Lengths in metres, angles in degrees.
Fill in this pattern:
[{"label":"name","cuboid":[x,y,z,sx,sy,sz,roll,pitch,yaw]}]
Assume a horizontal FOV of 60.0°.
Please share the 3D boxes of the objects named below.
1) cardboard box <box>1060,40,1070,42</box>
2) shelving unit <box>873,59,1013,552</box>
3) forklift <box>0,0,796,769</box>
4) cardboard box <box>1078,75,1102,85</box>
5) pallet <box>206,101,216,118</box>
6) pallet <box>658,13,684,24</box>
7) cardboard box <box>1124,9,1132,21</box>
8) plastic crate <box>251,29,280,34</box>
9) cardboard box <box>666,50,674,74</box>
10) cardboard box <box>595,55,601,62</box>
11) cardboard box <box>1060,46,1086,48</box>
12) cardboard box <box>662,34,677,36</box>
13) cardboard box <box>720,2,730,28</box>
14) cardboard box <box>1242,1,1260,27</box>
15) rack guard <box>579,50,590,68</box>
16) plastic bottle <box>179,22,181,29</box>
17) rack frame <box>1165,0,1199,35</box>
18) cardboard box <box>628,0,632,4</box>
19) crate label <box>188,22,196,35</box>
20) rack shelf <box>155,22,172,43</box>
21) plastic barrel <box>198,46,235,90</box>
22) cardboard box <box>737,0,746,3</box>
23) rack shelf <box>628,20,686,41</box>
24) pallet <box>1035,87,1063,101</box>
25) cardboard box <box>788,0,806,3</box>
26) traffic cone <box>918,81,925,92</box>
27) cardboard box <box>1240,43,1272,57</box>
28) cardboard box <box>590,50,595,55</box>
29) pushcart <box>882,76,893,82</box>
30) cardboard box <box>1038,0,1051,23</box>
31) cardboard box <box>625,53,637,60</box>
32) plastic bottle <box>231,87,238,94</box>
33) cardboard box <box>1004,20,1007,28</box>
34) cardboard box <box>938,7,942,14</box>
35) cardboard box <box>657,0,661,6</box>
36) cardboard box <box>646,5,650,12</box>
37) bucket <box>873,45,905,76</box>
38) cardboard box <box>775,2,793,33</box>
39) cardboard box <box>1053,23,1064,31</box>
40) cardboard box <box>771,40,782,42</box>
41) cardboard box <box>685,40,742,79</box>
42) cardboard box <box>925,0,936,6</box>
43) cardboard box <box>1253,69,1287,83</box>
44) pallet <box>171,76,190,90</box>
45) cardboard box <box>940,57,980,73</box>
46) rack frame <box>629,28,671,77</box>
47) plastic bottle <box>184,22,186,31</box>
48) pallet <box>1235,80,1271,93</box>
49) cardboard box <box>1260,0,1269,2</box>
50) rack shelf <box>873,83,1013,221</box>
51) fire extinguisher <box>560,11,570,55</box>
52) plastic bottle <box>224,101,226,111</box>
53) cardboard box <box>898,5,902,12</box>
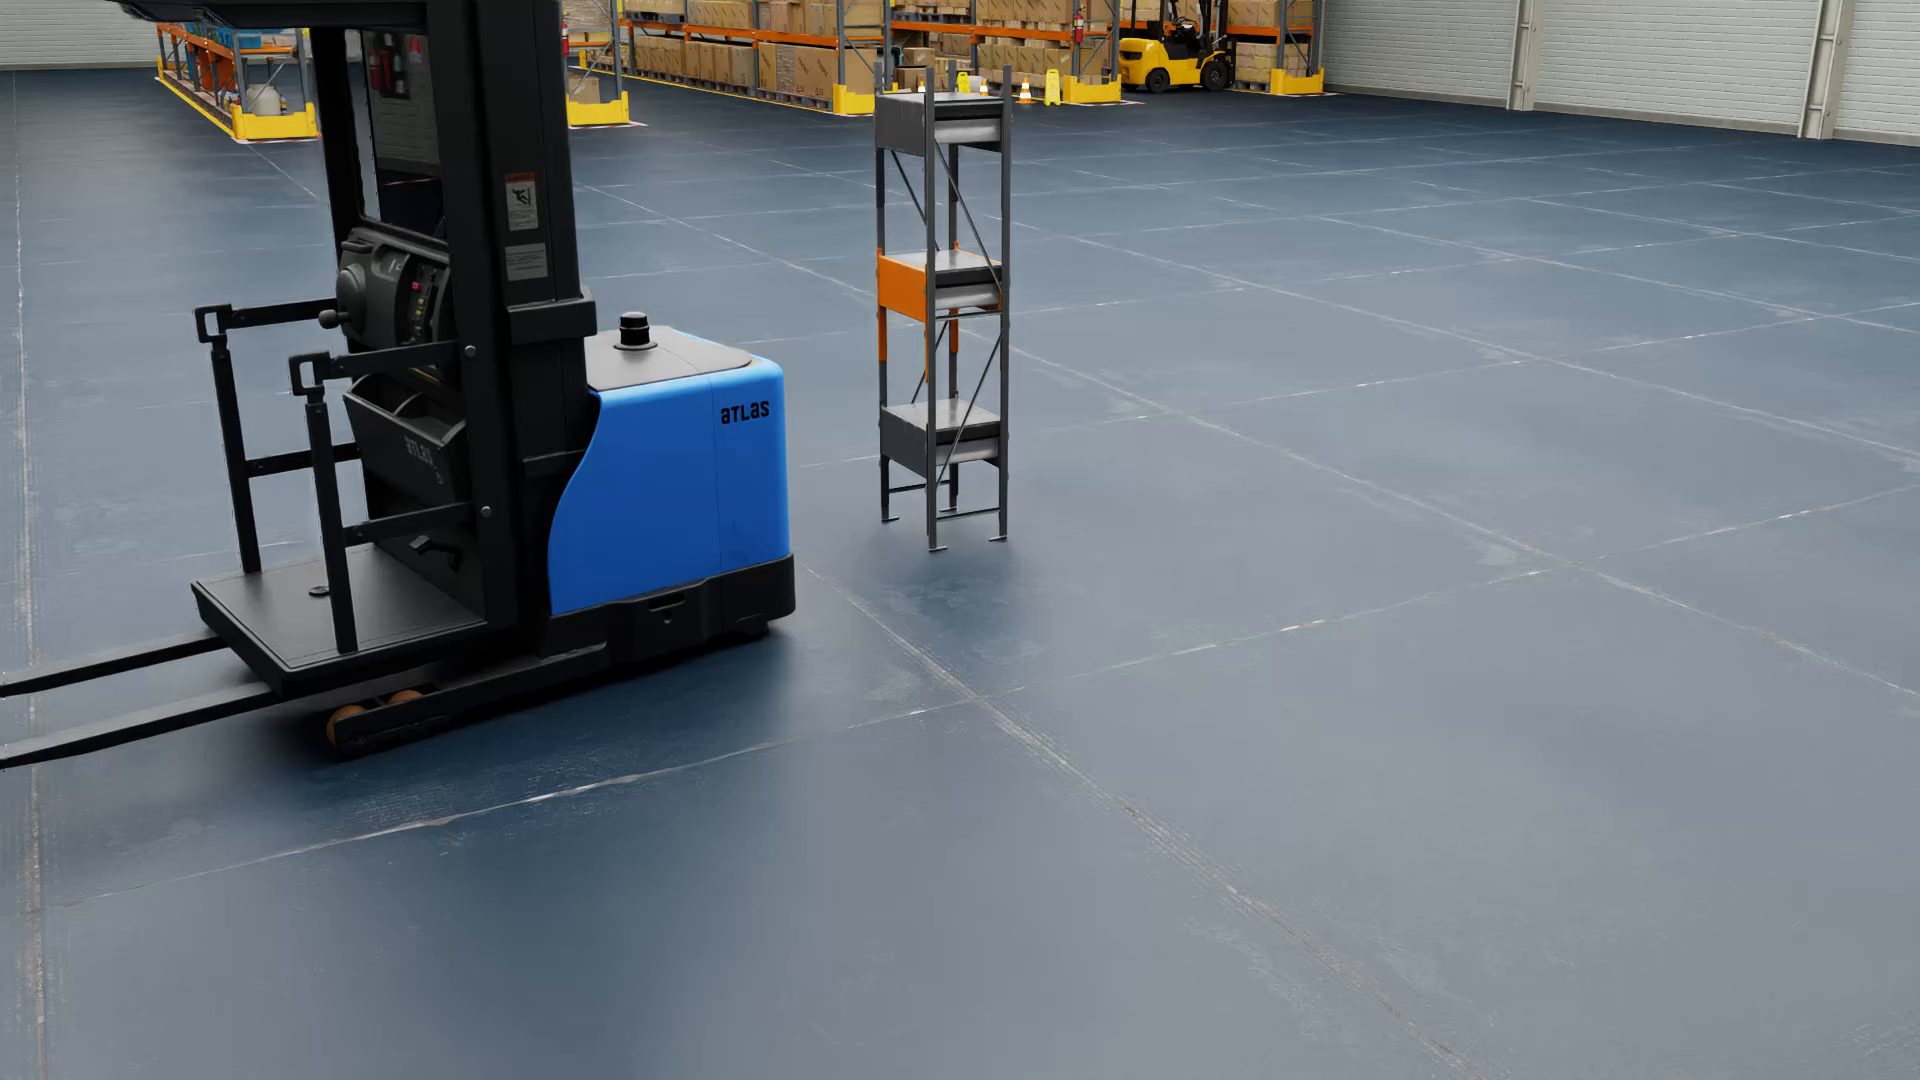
[{"label":"cardboard box","cuboid":[2.713,-12.423,41.230,0.380,0.149,0.250,-11,22,-29]},{"label":"shelving unit","cuboid":[-0.079,-1.040,7.427,0.431,2.100,0.503,-10,21,-27]},{"label":"forklift","cuboid":[-2.118,-0.858,5.626,3.031,2.935,1.130,-15,24,-37]},{"label":"cardboard box","cuboid":[2.463,-9.104,32.988,0.500,0.250,0.500,-10,21,-27]},{"label":"pallet","cuboid":[-12.784,-7.678,29.560,1.003,0.211,1.213,-10,21,-27]},{"label":"pallet","cuboid":[-5.937,-11.529,36.739,1.213,0.211,1.003,-10,21,-27]},{"label":"cardboard box","cuboid":[4.148,-12.173,38.541,0.500,0.250,0.500,-10,21,-26]},{"label":"plastic crate","cuboid":[-11.613,-8.431,27.694,0.499,0.251,0.616,-10,21,-27]},{"label":"cardboard box","cuboid":[-6.291,-10.747,37.365,0.500,0.500,0.500,-9,21,-24]},{"label":"cardboard box","cuboid":[-8.991,-12.156,41.988,0.380,0.149,0.250,-10,21,-26]},{"label":"cardboard box","cuboid":[2.199,-9.615,33.318,0.500,0.500,0.500,-11,22,-29]},{"label":"cardboard box","cuboid":[-6.828,-11.777,39.201,0.500,0.250,0.500,-11,22,-28]},{"label":"cardboard box","cuboid":[-4.568,-10.729,33.973,0.500,0.500,0.500,-10,21,-26]},{"label":"cardboard box","cuboid":[6.266,-10.999,34.755,0.500,0.500,0.500,-9,21,-25]},{"label":"rack guard","cuboid":[-9.268,-12.525,43.162,1.175,0.500,0.348,-10,21,-27]},{"label":"plastic bottle","cuboid":[-15.538,-10.340,33.176,0.061,0.283,0.133,-10,21,-27]},{"label":"rack frame","cuboid":[5.070,-11.849,37.372,1.000,3.000,0.127,-10,21,-27]},{"label":"cardboard box","cuboid":[-7.497,-12.542,38.665,0.380,0.149,0.250,-10,22,-28]},{"label":"crate label","cuboid":[-14.043,-9.615,30.843,0.502,0.435,0.616,-10,21,-27]},{"label":"rack shelf","cuboid":[-17.126,-11.308,36.905,1.077,0.370,4.000,-10,21,-27]},{"label":"plastic barrel","cuboid":[-14.524,-9.236,32.481,0.600,0.830,0.708,-10,21,-27]},{"label":"cardboard box","cuboid":[-4.092,-11.092,33.493,0.700,0.500,0.500,-10,22,-28]},{"label":"rack shelf","cuboid":[-6.454,-11.666,37.943,1.077,0.370,4.000,-10,21,-27]},{"label":"pallet","cuboid":[2.212,-8.873,33.023,1.003,0.211,1.213,-10,21,-27]},{"label":"cardboard box","cuboid":[-2.703,-10.286,30.958,0.875,0.550,0.500,-10,21,-27]},{"label":"traffic cone","cuboid":[-0.708,-8.308,31.000,0.336,0.463,0.334,-10,21,-27]},{"label":"cardboard box","cuboid":[6.228,-10.302,34.926,0.500,0.250,0.500,-10,21,-26]},{"label":"cardboard box","cuboid":[-9.200,-12.442,42.361,0.380,0.149,0.250,-10,21,-27]},{"label":"pushcart","cuboid":[-1.280,-9.472,34.503,0.936,0.377,1.648,16,25,39]},{"label":"cardboard box","cuboid":[1.869,-10.376,32.495,0.500,0.500,0.500,-10,21,-27]},{"label":"cardboard box","cuboid":[-7.834,-11.613,39.957,0.380,0.149,0.250,-10,21,-26]},{"label":"plastic bottle","cuboid":[-12.232,-7.459,28.036,0.144,0.351,0.185,-10,21,-27]},{"label":"cardboard box","cuboid":[1.130,-10.536,33.952,0.380,0.149,0.250,-10,21,-27]},{"label":"cardboard box","cuboid":[-0.256,-11.559,36.272,0.380,0.149,0.250,-10,21,-27]},{"label":"cardboard box","cuboid":[-6.514,-11.947,36.940,0.380,0.149,0.250,-10,21,-27]},{"label":"cardboard box","cuboid":[-6.880,-12.029,37.633,0.380,0.149,0.250,-11,22,-29]},{"label":"bucket","cuboid":[-1.512,-9.773,34.042,0.726,0.611,0.620,-3,9,-8]},{"label":"cardboard box","cuboid":[-2.986,-9.923,31.559,0.875,0.550,0.550,-10,21,-27]},{"label":"cardboard box","cuboid":[2.019,-9.942,32.230,0.380,0.149,0.250,-10,22,-27]},{"label":"cardboard box","cuboid":[-4.594,-13.337,44.969,0.875,0.438,0.875,-11,22,-28]},{"label":"cardboard box","cuboid":[-5.295,-10.378,35.914,1.050,0.750,0.750,-10,22,-27]},{"label":"cardboard box","cuboid":[-0.444,-12.004,36.568,0.500,0.500,0.500,-11,22,-29]},{"label":"cardboard box","cuboid":[6.468,-9.686,34.673,0.500,0.250,0.500,-10,21,-26]},{"label":"pallet","cuboid":[-16.560,-9.960,36.173,1.003,0.211,1.213,-10,21,-27]},{"label":"cardboard box","cuboid":[0.107,-10.392,36.533,0.950,0.372,0.625,-9,21,-23]},{"label":"rack frame","cuboid":[-7.404,-12.580,39.490,1.000,3.000,0.127,-10,21,-27]},{"label":"plastic bottle","cuboid":[-14.993,-9.984,32.270,0.097,0.201,0.097,0,19,0]},{"label":"pallet","cuboid":[6.569,-9.596,35.116,1.003,0.211,1.213,-10,21,-27]},{"label":"cardboard box","cuboid":[6.410,-11.180,34.284,0.380,0.149,0.250,-10,21,-26]},{"label":"rack shelf","cuboid":[-0.079,-1.689,7.203,0.431,0.518,0.480,-10,21,-27]},{"label":"fire extinguisher","cuboid":[-6.470,-8.255,27.075,0.296,0.674,0.183,-10,21,-27]},{"label":"plastic bottle","cuboid":[-12.156,-7.227,27.593,0.097,0.201,0.097,0,19,0]},{"label":"cardboard box","cuboid":[-1.206,-12.185,38.087,0.380,0.149,0.250,-11,22,-30]}]
